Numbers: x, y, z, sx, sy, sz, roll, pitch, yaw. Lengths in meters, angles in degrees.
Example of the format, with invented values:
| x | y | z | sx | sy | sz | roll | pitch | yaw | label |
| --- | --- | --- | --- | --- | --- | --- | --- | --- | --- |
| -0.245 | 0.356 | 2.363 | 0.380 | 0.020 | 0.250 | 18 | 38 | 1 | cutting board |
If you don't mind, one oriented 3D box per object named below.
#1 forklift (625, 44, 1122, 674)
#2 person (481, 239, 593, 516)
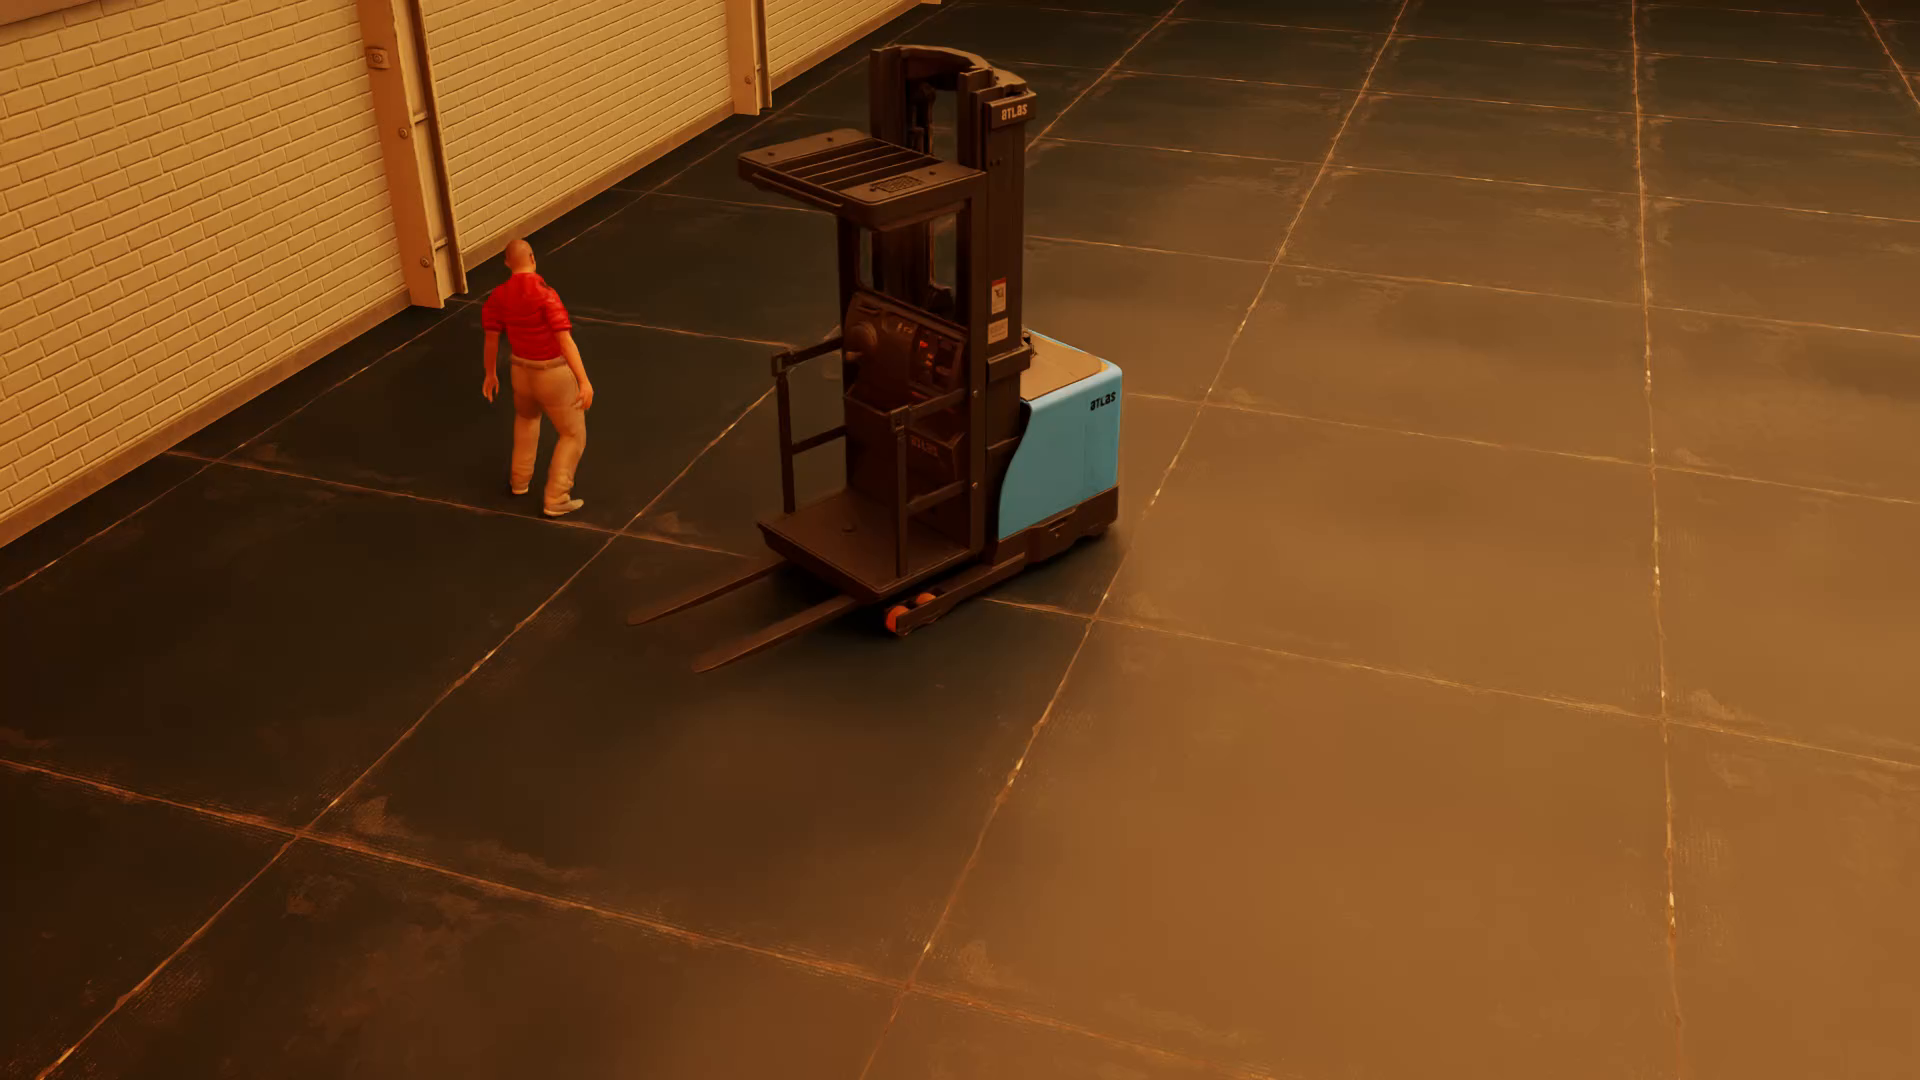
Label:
| x | y | z | sx | sy | sz | roll | pitch | yaw | label |
| --- | --- | --- | --- | --- | --- | --- | --- | --- | --- |
| -0.459 | -1.034 | 8.951 | 3.031 | 2.935 | 1.130 | -25 | 38 | -36 | forklift |
| -2.573 | -0.968 | 10.166 | 0.874 | 1.716 | 0.476 | 15 | 33 | 25 | person |
